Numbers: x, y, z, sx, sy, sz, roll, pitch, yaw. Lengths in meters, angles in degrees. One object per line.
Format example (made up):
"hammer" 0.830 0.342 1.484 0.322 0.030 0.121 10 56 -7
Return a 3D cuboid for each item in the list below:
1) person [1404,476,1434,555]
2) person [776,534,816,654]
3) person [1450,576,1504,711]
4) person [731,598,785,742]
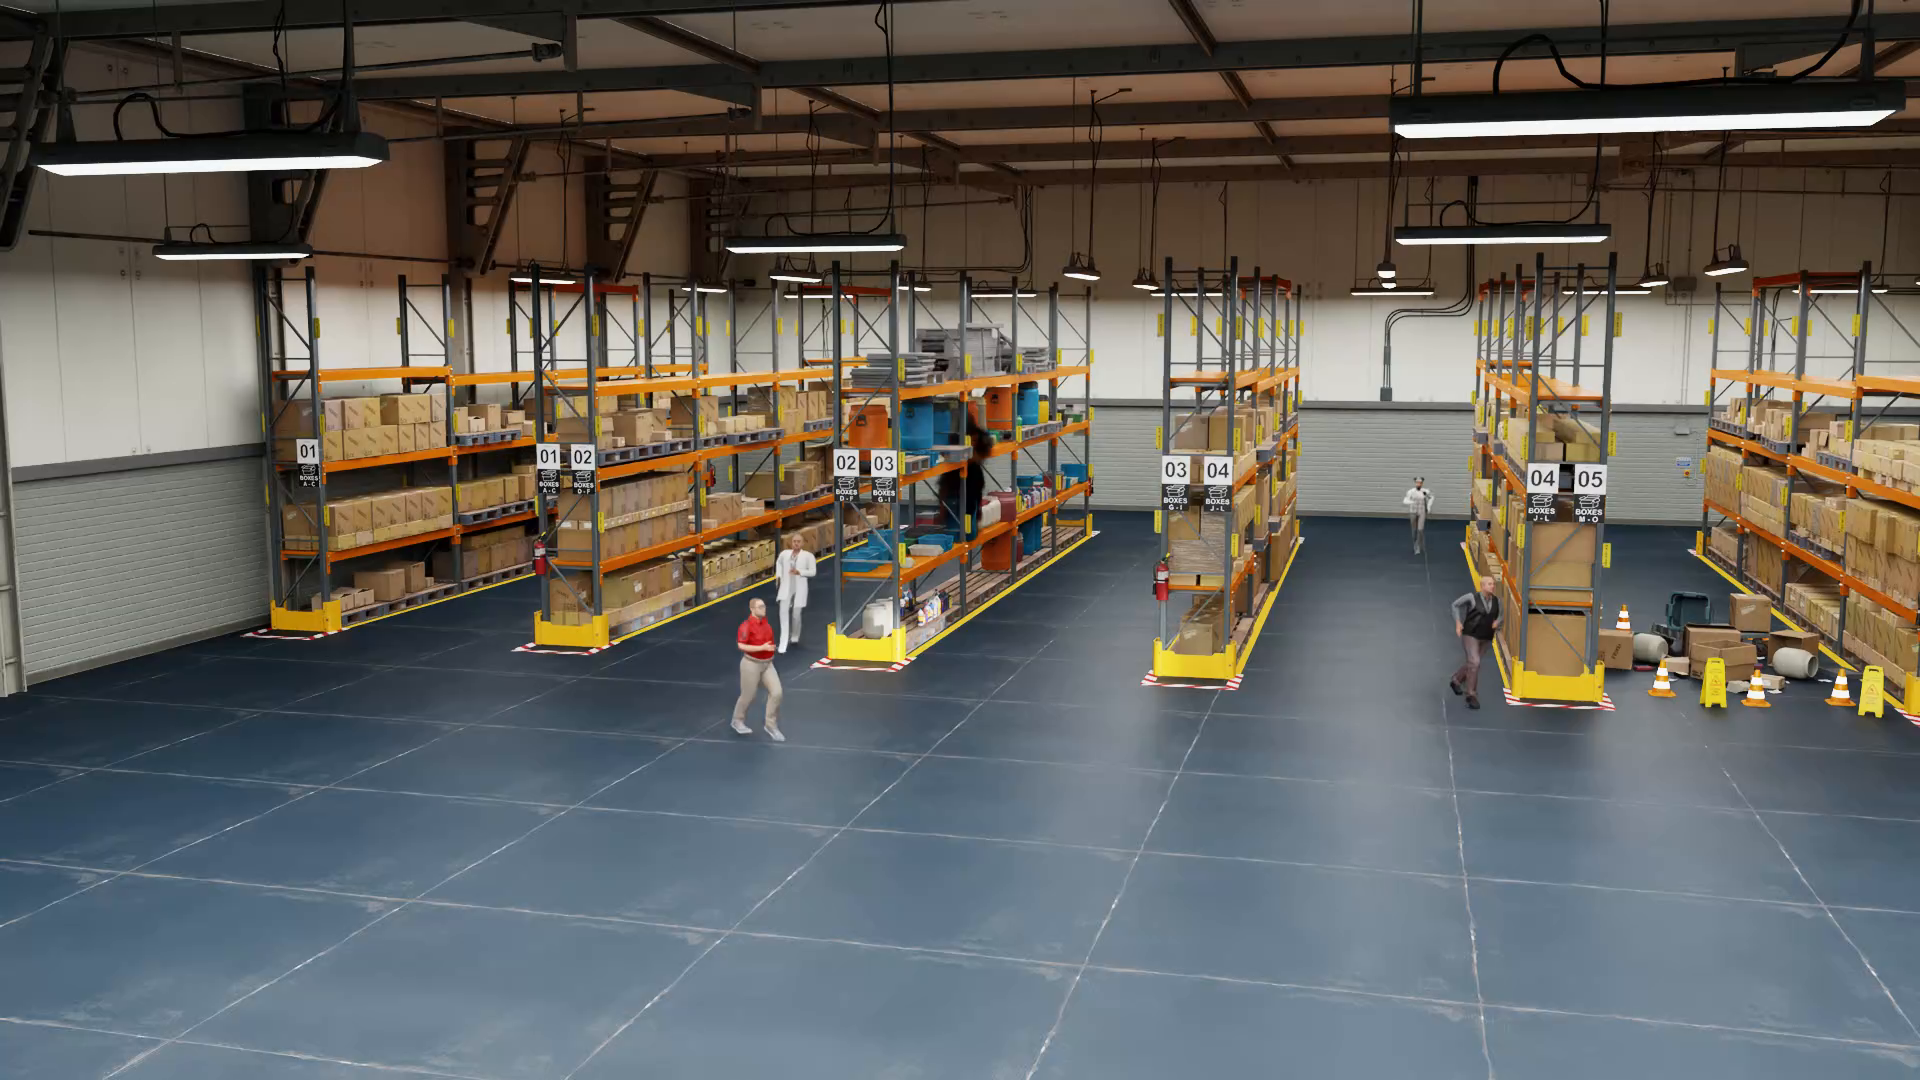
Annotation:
"person" 10.261 -0.566 37.263 0.610 1.746 0.761 3 8 25
"person" -2.581 0.817 26.056 0.673 1.812 0.836 0 7 2
"person" 6.967 1.335 22.331 0.667 1.722 0.922 -2 8 -15
"person" -2.488 1.591 20.286 0.800 1.792 0.642 6 9 38
